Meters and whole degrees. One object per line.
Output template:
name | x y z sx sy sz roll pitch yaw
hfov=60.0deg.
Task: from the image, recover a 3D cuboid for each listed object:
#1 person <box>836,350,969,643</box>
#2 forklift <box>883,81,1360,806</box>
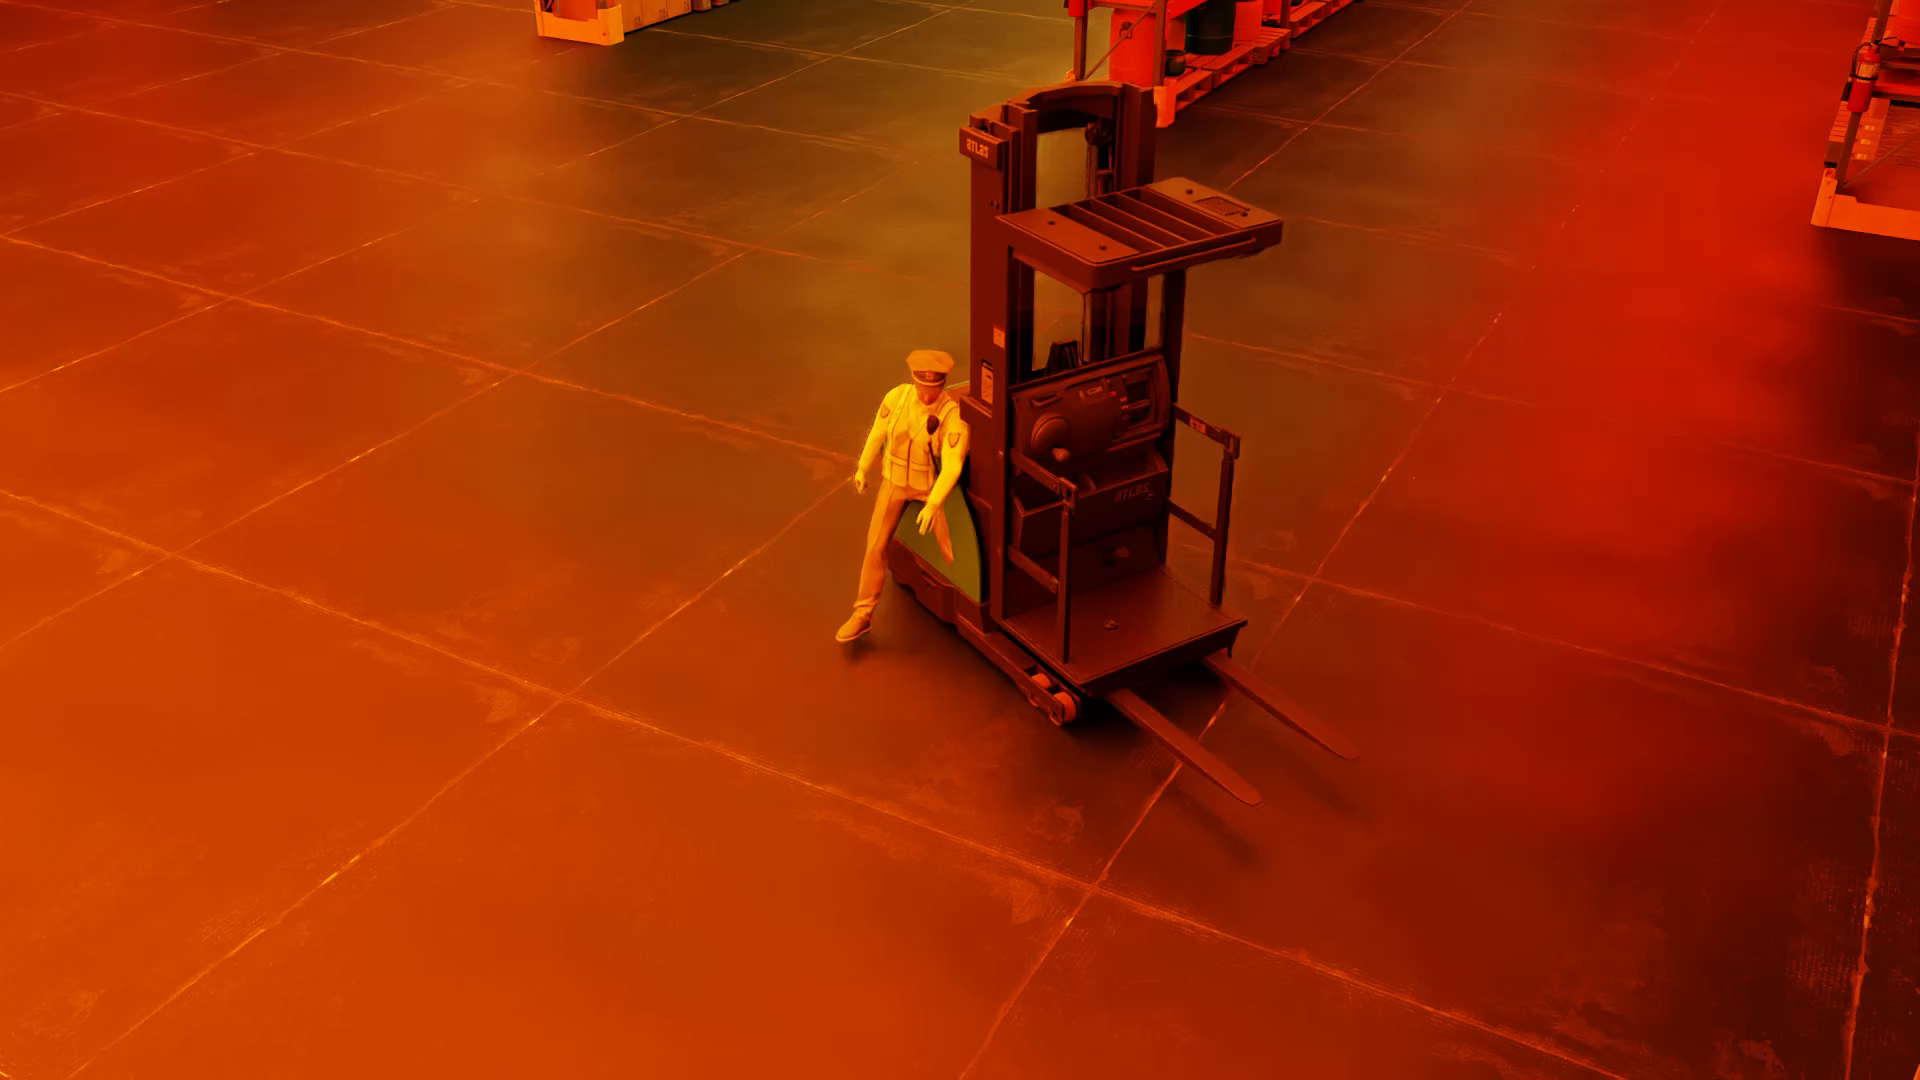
person | -0.252 -0.224 8.783 0.772 1.557 0.879 9 31 16
forklift | 0.778 -0.606 8.120 1.130 2.935 3.031 -18 34 -28
